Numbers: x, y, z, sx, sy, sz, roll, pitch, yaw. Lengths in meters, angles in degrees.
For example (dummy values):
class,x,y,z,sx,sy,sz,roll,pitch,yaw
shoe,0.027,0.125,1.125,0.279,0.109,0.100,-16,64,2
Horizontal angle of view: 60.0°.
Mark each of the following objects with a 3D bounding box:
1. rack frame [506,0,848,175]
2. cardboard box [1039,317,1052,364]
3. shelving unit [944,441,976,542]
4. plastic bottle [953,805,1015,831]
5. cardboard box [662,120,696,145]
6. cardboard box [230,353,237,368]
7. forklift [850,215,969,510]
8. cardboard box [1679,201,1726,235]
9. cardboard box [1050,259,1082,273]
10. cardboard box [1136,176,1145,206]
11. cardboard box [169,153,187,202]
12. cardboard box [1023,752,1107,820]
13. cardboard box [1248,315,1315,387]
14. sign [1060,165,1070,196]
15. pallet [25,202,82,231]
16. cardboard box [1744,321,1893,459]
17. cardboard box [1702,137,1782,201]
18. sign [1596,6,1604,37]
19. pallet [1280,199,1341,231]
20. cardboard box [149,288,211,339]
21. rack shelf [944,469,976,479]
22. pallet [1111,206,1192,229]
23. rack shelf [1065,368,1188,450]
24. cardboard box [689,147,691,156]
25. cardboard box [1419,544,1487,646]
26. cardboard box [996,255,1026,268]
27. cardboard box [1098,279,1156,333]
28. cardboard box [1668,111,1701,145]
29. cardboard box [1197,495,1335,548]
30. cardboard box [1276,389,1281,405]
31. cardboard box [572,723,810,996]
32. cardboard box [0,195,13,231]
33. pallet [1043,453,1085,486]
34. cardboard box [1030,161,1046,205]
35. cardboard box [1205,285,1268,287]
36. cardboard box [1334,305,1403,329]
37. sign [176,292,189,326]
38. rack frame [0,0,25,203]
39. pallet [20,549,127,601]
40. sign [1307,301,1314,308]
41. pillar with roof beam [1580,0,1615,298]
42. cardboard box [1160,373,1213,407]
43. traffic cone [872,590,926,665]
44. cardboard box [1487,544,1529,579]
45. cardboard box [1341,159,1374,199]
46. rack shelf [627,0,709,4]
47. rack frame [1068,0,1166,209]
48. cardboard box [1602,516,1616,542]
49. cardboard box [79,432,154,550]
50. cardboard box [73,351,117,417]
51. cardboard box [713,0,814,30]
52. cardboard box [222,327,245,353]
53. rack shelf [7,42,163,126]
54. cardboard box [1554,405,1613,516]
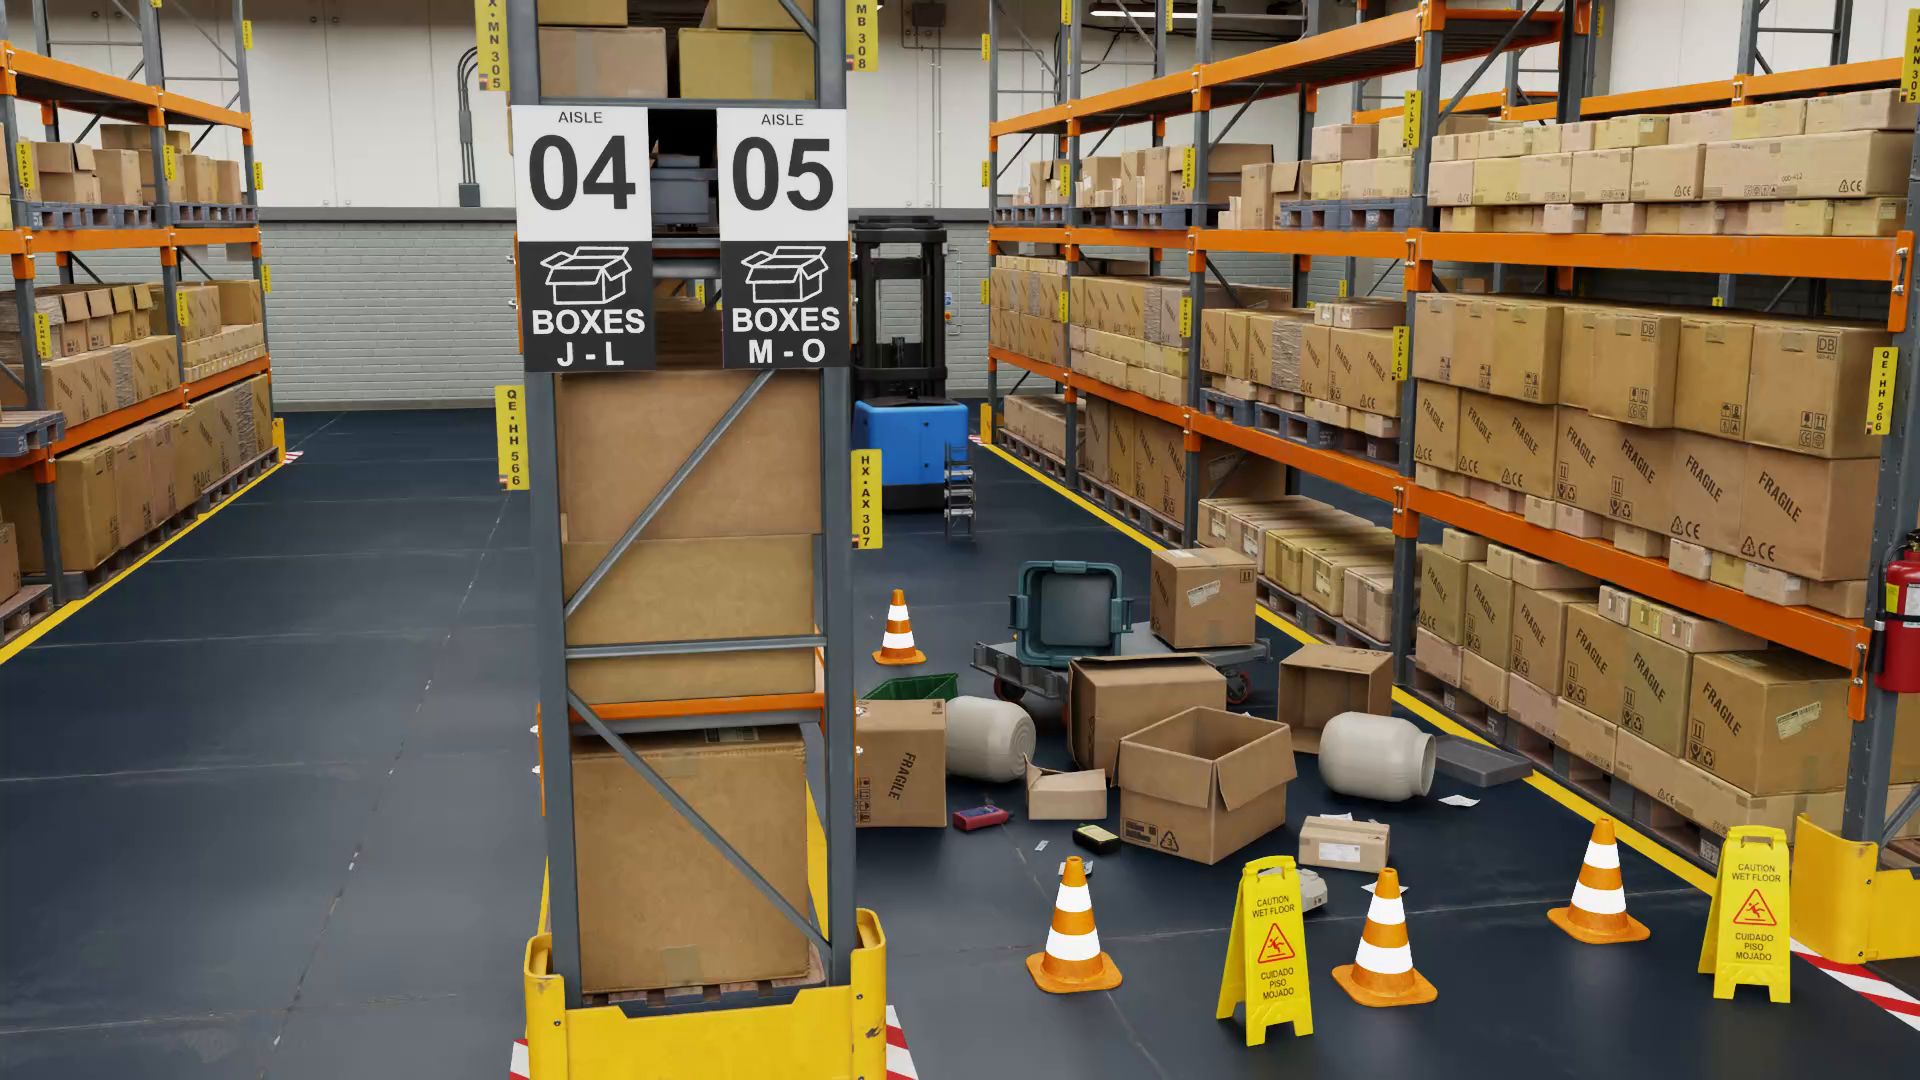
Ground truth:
class,x,y,z,sx,sy,sz,roll,pitch,yaw
rack frame,-0.849,-2.596,4.823,1.000,3.000,0.127,-2,11,-11
cardboard box,1.206,-2.268,18.874,0.500,0.500,0.500,-2,11,-12
shelving unit,-0.002,-0.444,15.174,0.258,0.900,0.210,-2,11,-11
plastic bottle,0.119,1.339,8.050,0.283,0.061,0.133,-6,13,-31
cardboard box,-1.086,-1.919,7.501,0.500,0.250,0.500,-2,11,-12
cardboard box,-8.157,-1.965,18.221,0.380,0.149,0.250,-2,11,-10
forklift,-0.754,-1.963,17.725,1.130,2.935,3.031,-3,11,-14
cardboard box,3.465,-1.440,7.444,0.380,0.149,0.250,-2,11,-11
cardboard box,1.230,-3.097,18.820,0.380,0.149,0.250,-2,11,-11
cardboard box,1.819,-3.169,15.089,0.396,0.266,0.258,-2,11,-12
cardboard box,-8.379,-3.706,17.020,0.700,0.500,0.500,-2,11,-8
cardboard box,0.514,1.209,8.189,0.396,0.266,0.258,0,11,-1
cardboard box,2.509,-1.433,12.570,0.500,0.500,0.500,-2,11,-10
sign,1.109,-3.794,17.547,0.100,0.325,0.005,-2,11,-11
pallet,-7.467,-2.451,12.590,1.213,0.211,1.003,-2,11,-8
cardboard box,3.673,-0.620,6.747,0.700,0.500,0.500,-2,11,-12
cardboard box,3.539,-1.570,7.062,0.500,0.250,0.500,-2,11,-12
sign,7.064,-5.735,18.391,0.100,0.325,0.005,-2,11,-11
pallet,2.988,-2.270,11.633,1.213,0.211,1.003,-2,11,-11
cardboard box,-7.999,-2.317,16.999,0.500,0.500,0.500,-2,11,-11
rack shelf,-0.002,-0.588,15.146,0.258,0.077,0.200,-2,11,-11
pallet,2.033,-3.017,15.560,1.003,0.211,1.213,-2,11,-8
rack shelf,2.042,-1.328,16.130,1.077,0.370,4.000,-2,11,-11
cardboard box,-1.092,-1.793,7.905,0.380,0.149,0.250,-2,11,-11
cardboard box,3.059,0.313,9.809,0.500,0.500,0.500,-2,11,-8
cardboard box,0.672,-3.566,21.286,0.380,0.149,0.250,-2,11,-10
cardboard box,1.677,-2.313,16.440,0.500,0.500,0.500,-2,11,-12
cardboard box,3.487,-1.878,7.612,0.380,0.149,0.250,-2,11,-13
cardboard box,2.531,-0.126,13.796,0.950,0.372,0.625,-3,11,-15
cardboard box,2.591,-1.083,12.469,0.380,0.149,0.250,-2,11,-9
cardboard box,-1.046,1.066,6.184,0.875,0.875,0.875,-2,11,-11
cardboard box,-6.957,-2.276,11.565,0.500,0.250,0.500,-2,11,-11
pallet,1.582,-0.821,18.999,1.003,0.211,1.213,-2,11,-11
cardboard box,1.120,-4.185,19.535,0.500,0.500,0.500,-2,11,-10
cardboard box,2.469,-2.045,15.031,0.500,0.500,0.500,-2,11,-11
cardboard box,2.750,-1.504,11.208,0.380,0.149,0.250,-2,11,-13
sign,-7.538,-2.240,16.109,0.100,0.325,0.005,-2,11,-11
rack frame,-7.290,-3.902,11.681,1.000,3.000,0.127,-2,11,-11
pallet,-7.370,0.268,13.277,1.003,0.211,1.213,-2,11,-11
sign,2.961,-1.866,14.148,0.100,0.325,0.005,-2,11,-11
pillar with roof beam,3.047,-5.181,18.402,9.100,9.000,0.400,-2,11,-11
cardboard box,2.078,-1.324,14.588,0.500,0.250,0.500,-3,11,-13
traffic cone,-0.407,0.563,11.056,0.336,0.463,0.334,-2,11,-11
cardboard box,3.126,0.113,9.122,0.380,0.149,0.250,-2,11,-9
cardboard box,2.859,-2.382,10.999,0.500,0.250,0.500,-2,11,-10
rack shelf,-1.238,-2.413,6.855,1.077,0.370,4.000,-2,11,-11
rack frame,1.653,-4.996,17.429,1.000,3.000,0.127,-2,11,-11
cardboard box,3.426,-0.066,8.247,0.380,0.149,0.250,-2,11,-11
cardboard box,-7.570,-0.408,13.931,1.225,0.875,0.875,-2,11,-11
cardboard box,-7.323,-1.291,13.743,0.500,0.500,0.500,-2,11,-12
cardboard box,-0.602,-1.719,5.386,0.380,0.149,0.250,-2,11,-10
cardboard box,-8.294,-2.229,18.542,0.500,0.250,0.500,-3,11,-13
rack shelf,-7.679,-3.719,13.713,1.077,0.370,4.000,-2,11,-11
cardboard box,3.344,-0.410,8.318,0.500,0.500,0.500,-2,11,-10
